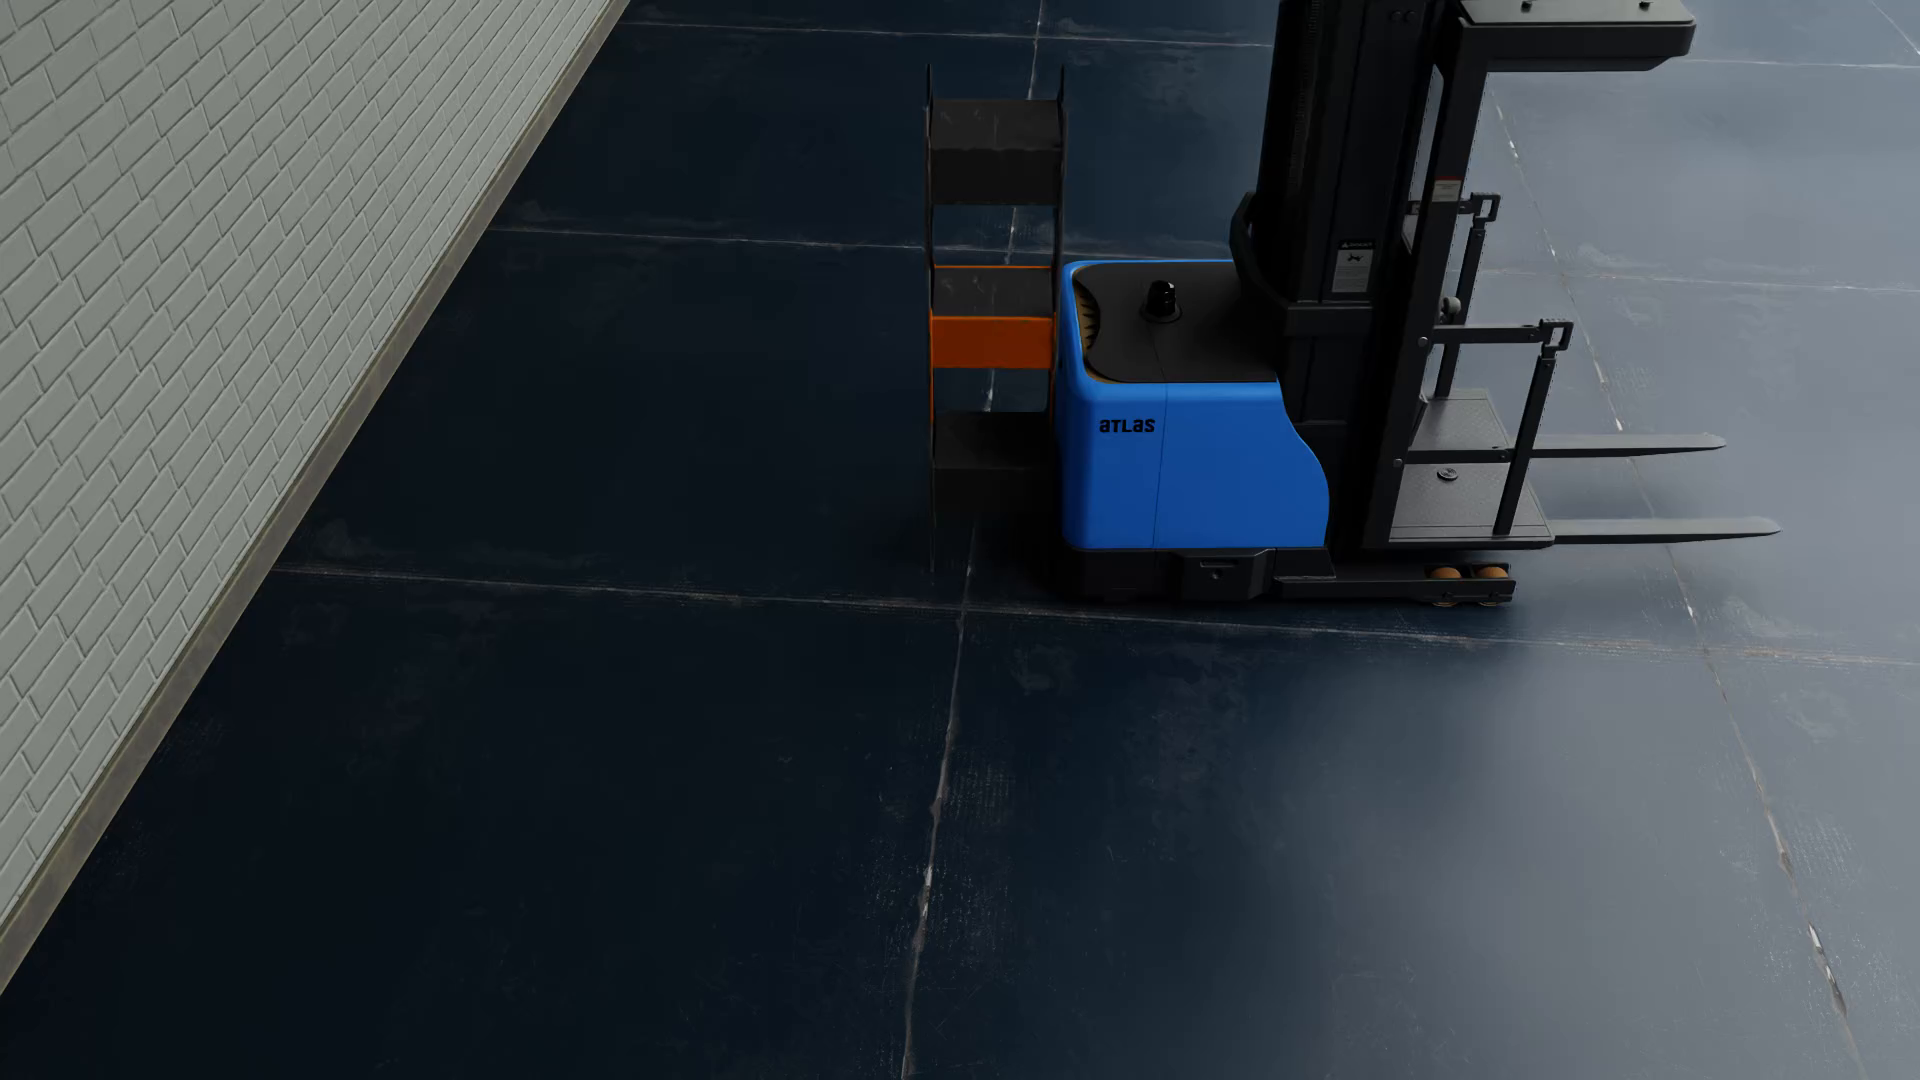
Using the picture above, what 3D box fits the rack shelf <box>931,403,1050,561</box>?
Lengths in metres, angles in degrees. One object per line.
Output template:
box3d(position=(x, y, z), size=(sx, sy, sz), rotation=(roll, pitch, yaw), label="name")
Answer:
box3d(position=(0.126, -0.244, 7.017), size=(0.480, 0.518, 0.431), rotation=(1, 39, 1), label="rack shelf")

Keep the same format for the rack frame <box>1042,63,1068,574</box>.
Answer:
box3d(position=(0.370, -0.795, 6.563), size=(0.015, 2.100, 0.400), rotation=(1, 39, 1), label="rack frame")

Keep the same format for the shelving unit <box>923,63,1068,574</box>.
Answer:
box3d(position=(0.126, -0.797, 6.566), size=(0.503, 2.100, 0.431), rotation=(1, 39, 1), label="shelving unit")

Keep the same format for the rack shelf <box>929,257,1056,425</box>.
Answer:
box3d(position=(0.126, -0.787, 6.575), size=(0.480, 0.518, 0.431), rotation=(1, 39, 1), label="rack shelf")

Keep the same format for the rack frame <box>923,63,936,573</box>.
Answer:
box3d(position=(-0.118, -0.800, 6.569), size=(0.015, 2.100, 0.400), rotation=(1, 39, 1), label="rack frame")

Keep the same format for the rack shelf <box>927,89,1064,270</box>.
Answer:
box3d(position=(0.126, -1.330, 6.133), size=(0.480, 0.518, 0.431), rotation=(1, 39, 1), label="rack shelf")

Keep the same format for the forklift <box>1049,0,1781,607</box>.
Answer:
box3d(position=(1.912, -1.196, 6.397), size=(3.031, 2.935, 1.130), rotation=(-1, 39, -1), label="forklift")
